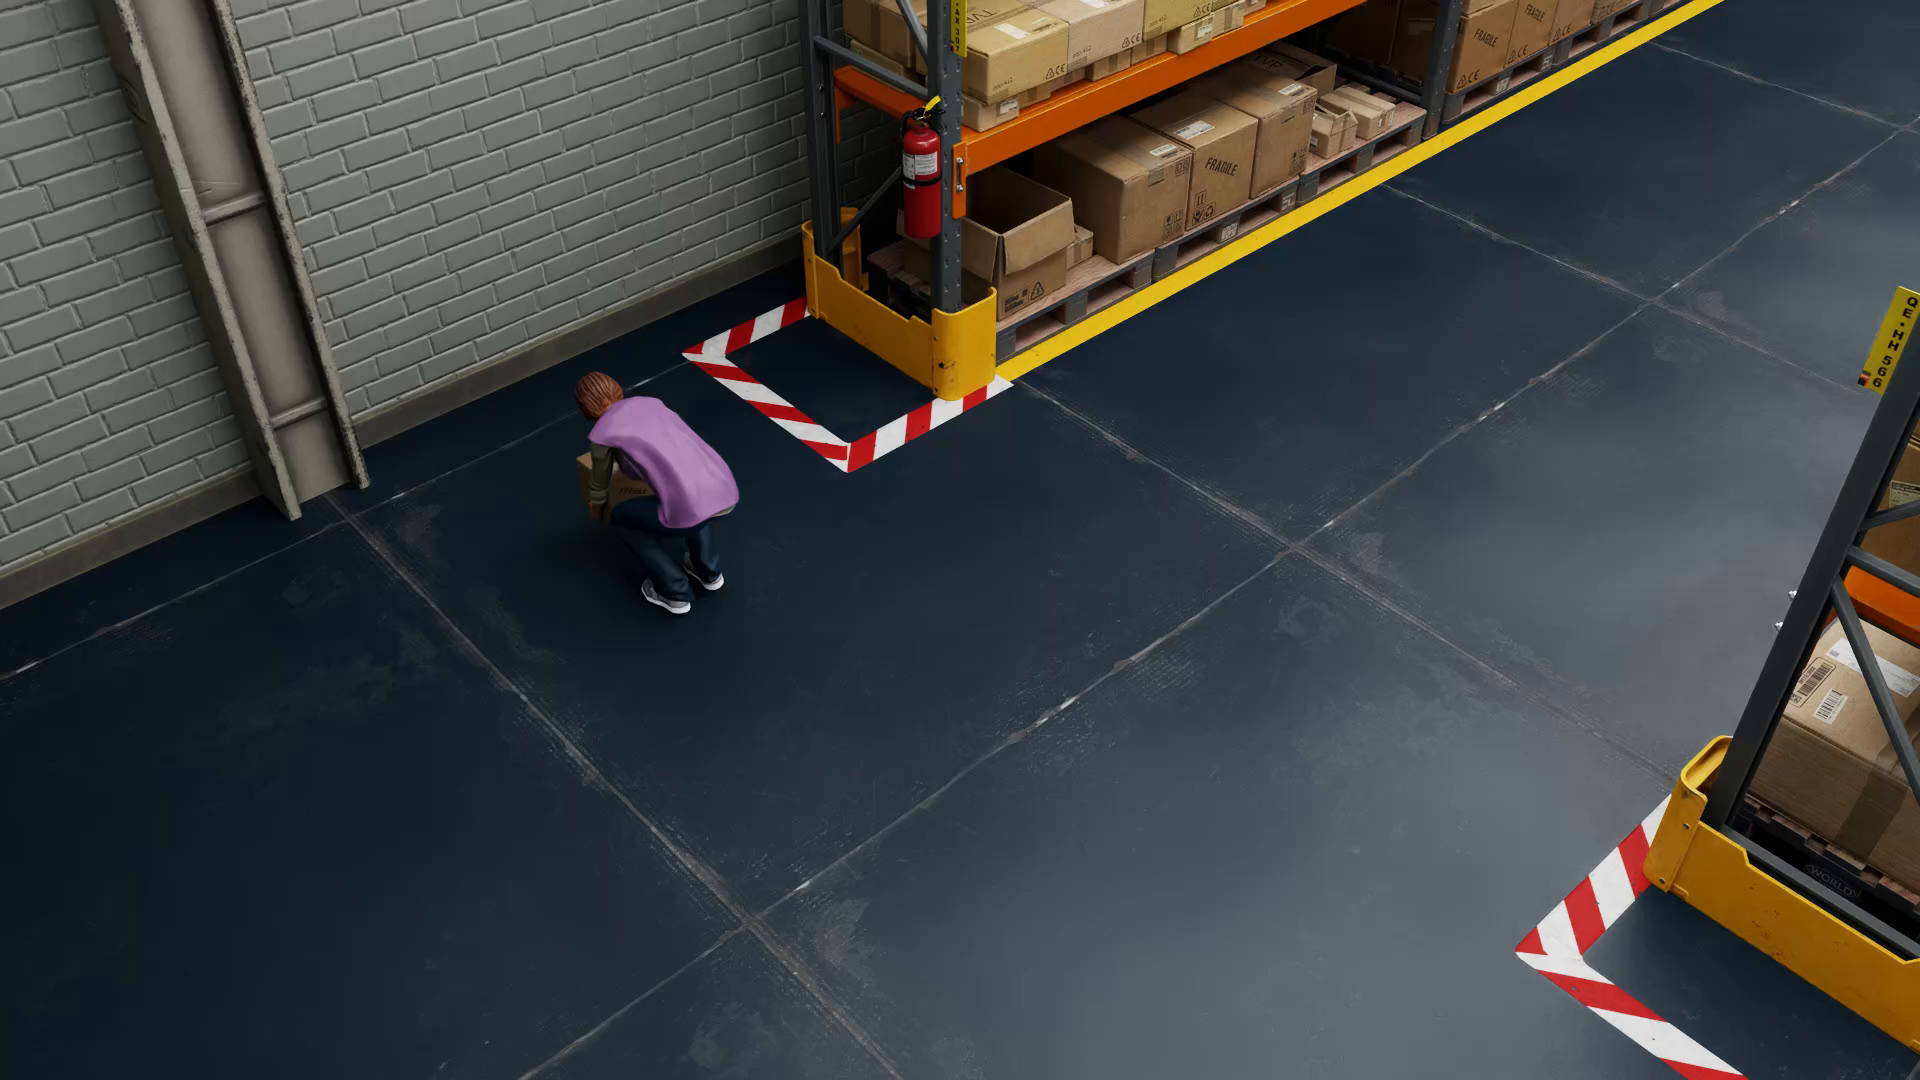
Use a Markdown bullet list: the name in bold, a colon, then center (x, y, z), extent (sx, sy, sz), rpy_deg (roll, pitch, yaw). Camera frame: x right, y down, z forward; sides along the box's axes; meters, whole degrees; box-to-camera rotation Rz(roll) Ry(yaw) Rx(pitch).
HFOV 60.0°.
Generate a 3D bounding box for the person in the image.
- **person**: center (-1.259, -0.183, 6.921), extent (0.427, 0.899, 0.843), rpy_deg (-33, 50, -32)
